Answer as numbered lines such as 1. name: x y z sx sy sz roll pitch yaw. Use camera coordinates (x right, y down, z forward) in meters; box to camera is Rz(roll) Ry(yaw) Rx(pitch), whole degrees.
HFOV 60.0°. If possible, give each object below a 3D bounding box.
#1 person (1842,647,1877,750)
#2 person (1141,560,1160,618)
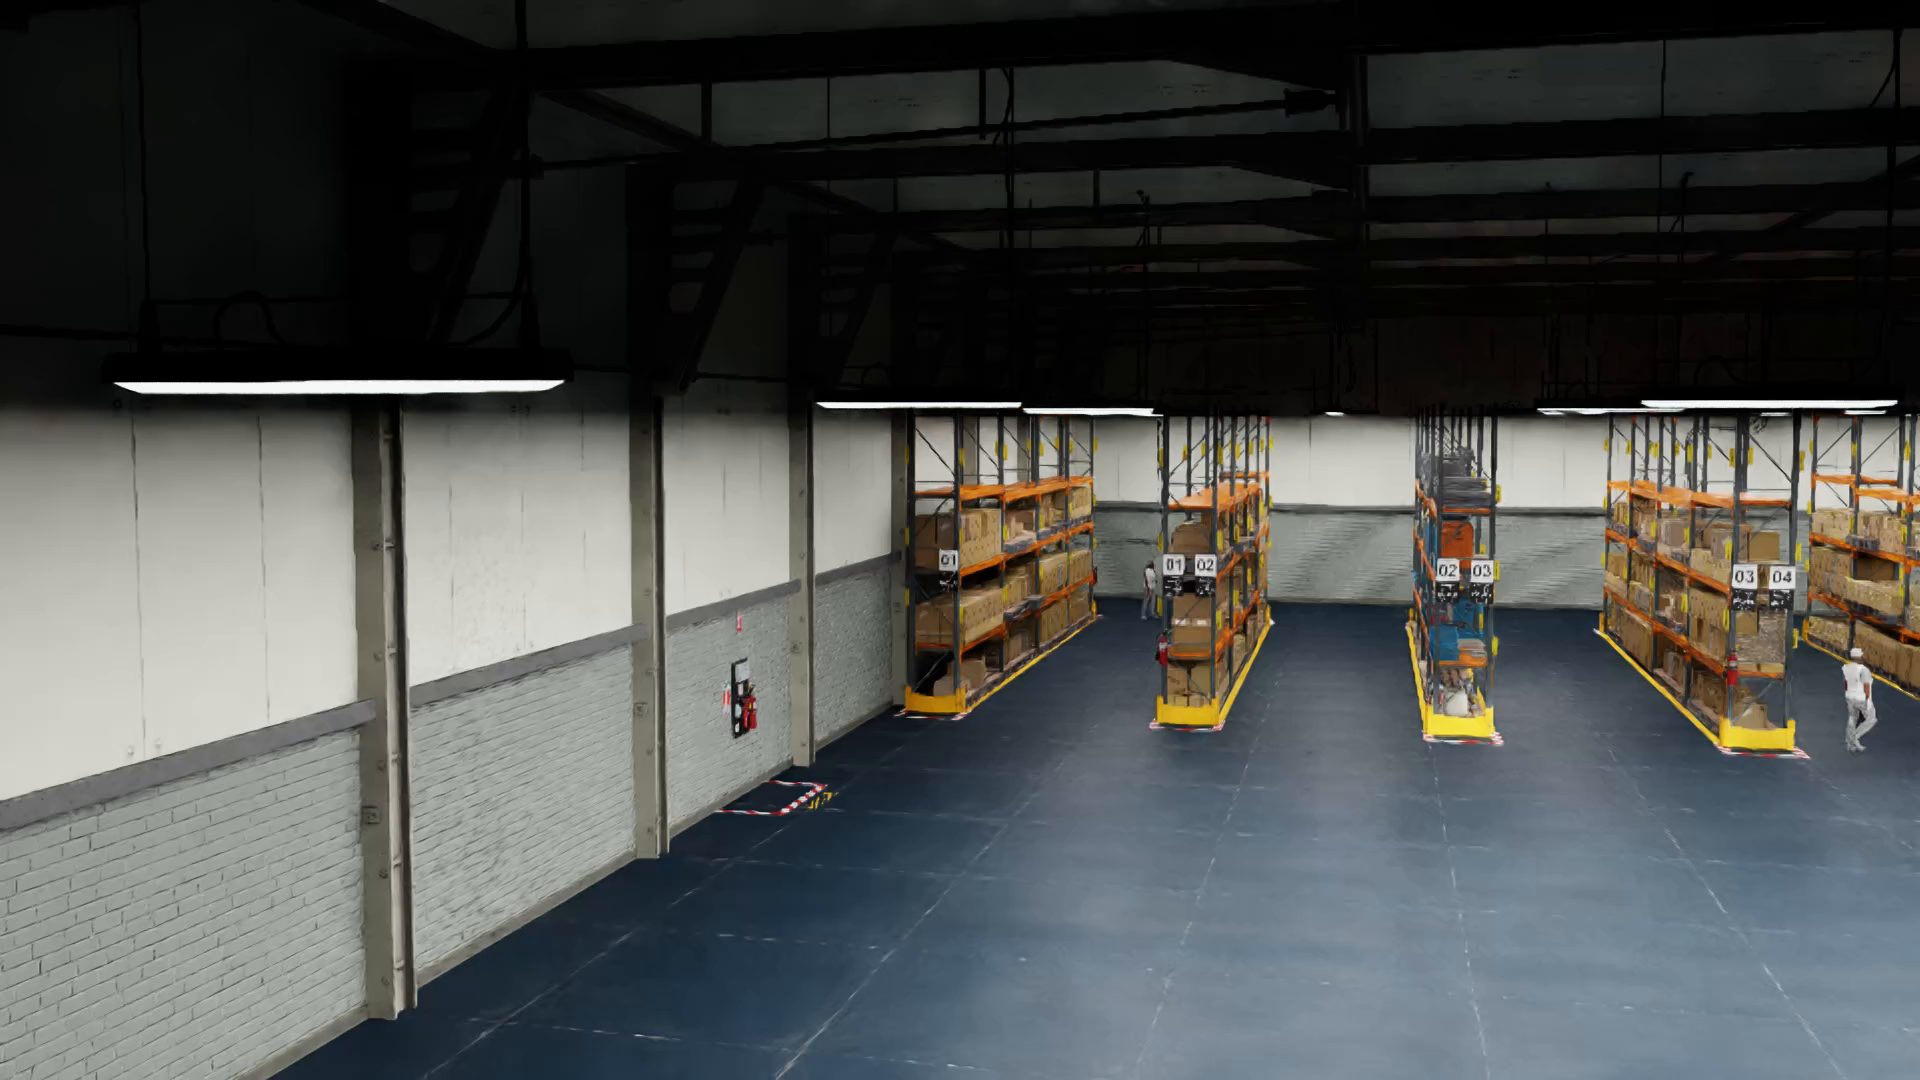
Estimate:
1. person: 15.471 2.747 28.673 0.446 1.773 0.605 -1 4 -13
2. person: 5.450 1.399 47.801 0.420 1.676 0.567 3 5 34
